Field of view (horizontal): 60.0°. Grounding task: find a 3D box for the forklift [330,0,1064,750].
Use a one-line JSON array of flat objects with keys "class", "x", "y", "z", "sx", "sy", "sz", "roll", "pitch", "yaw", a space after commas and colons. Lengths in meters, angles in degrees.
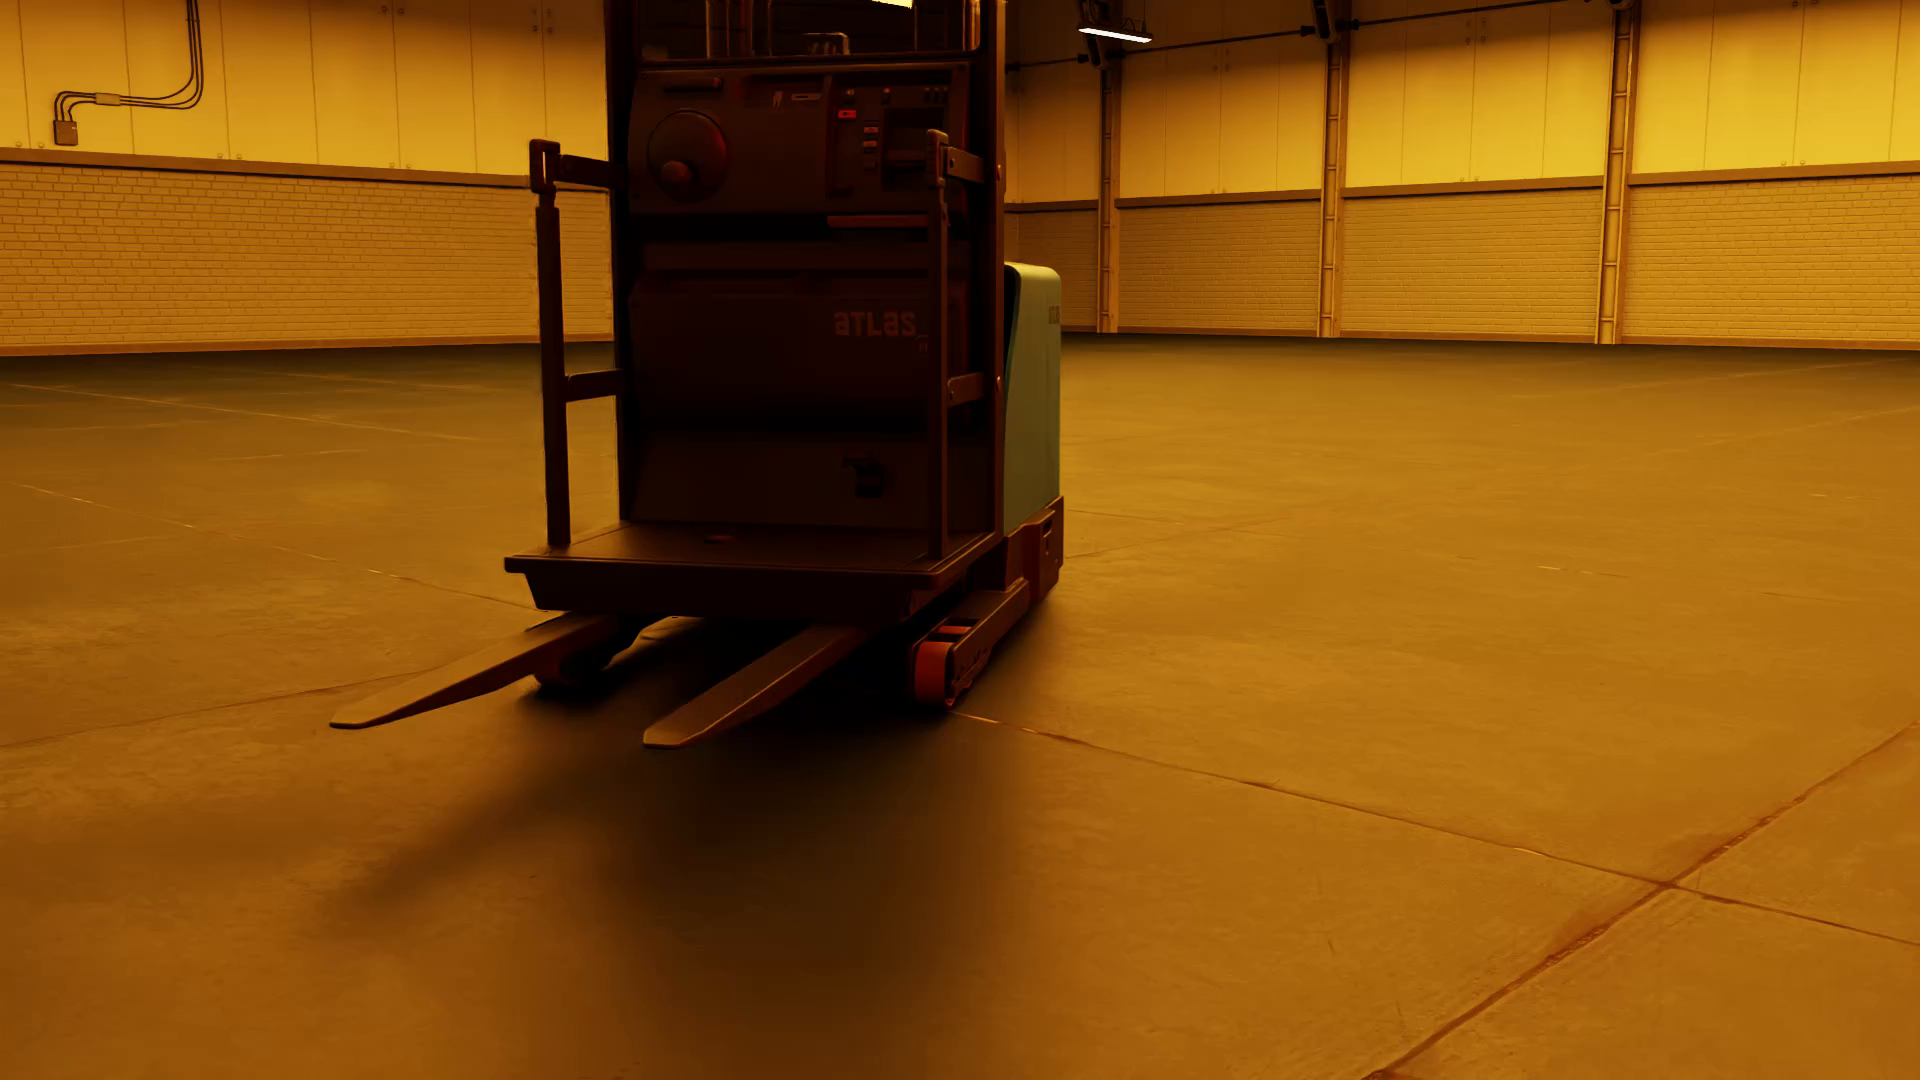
[{"class": "forklift", "x": -0.478, "y": -1.104, "z": 4.205, "sx": 1.130, "sy": 2.935, "sz": 3.031, "roll": 2, "pitch": 9, "yaw": 13}]
